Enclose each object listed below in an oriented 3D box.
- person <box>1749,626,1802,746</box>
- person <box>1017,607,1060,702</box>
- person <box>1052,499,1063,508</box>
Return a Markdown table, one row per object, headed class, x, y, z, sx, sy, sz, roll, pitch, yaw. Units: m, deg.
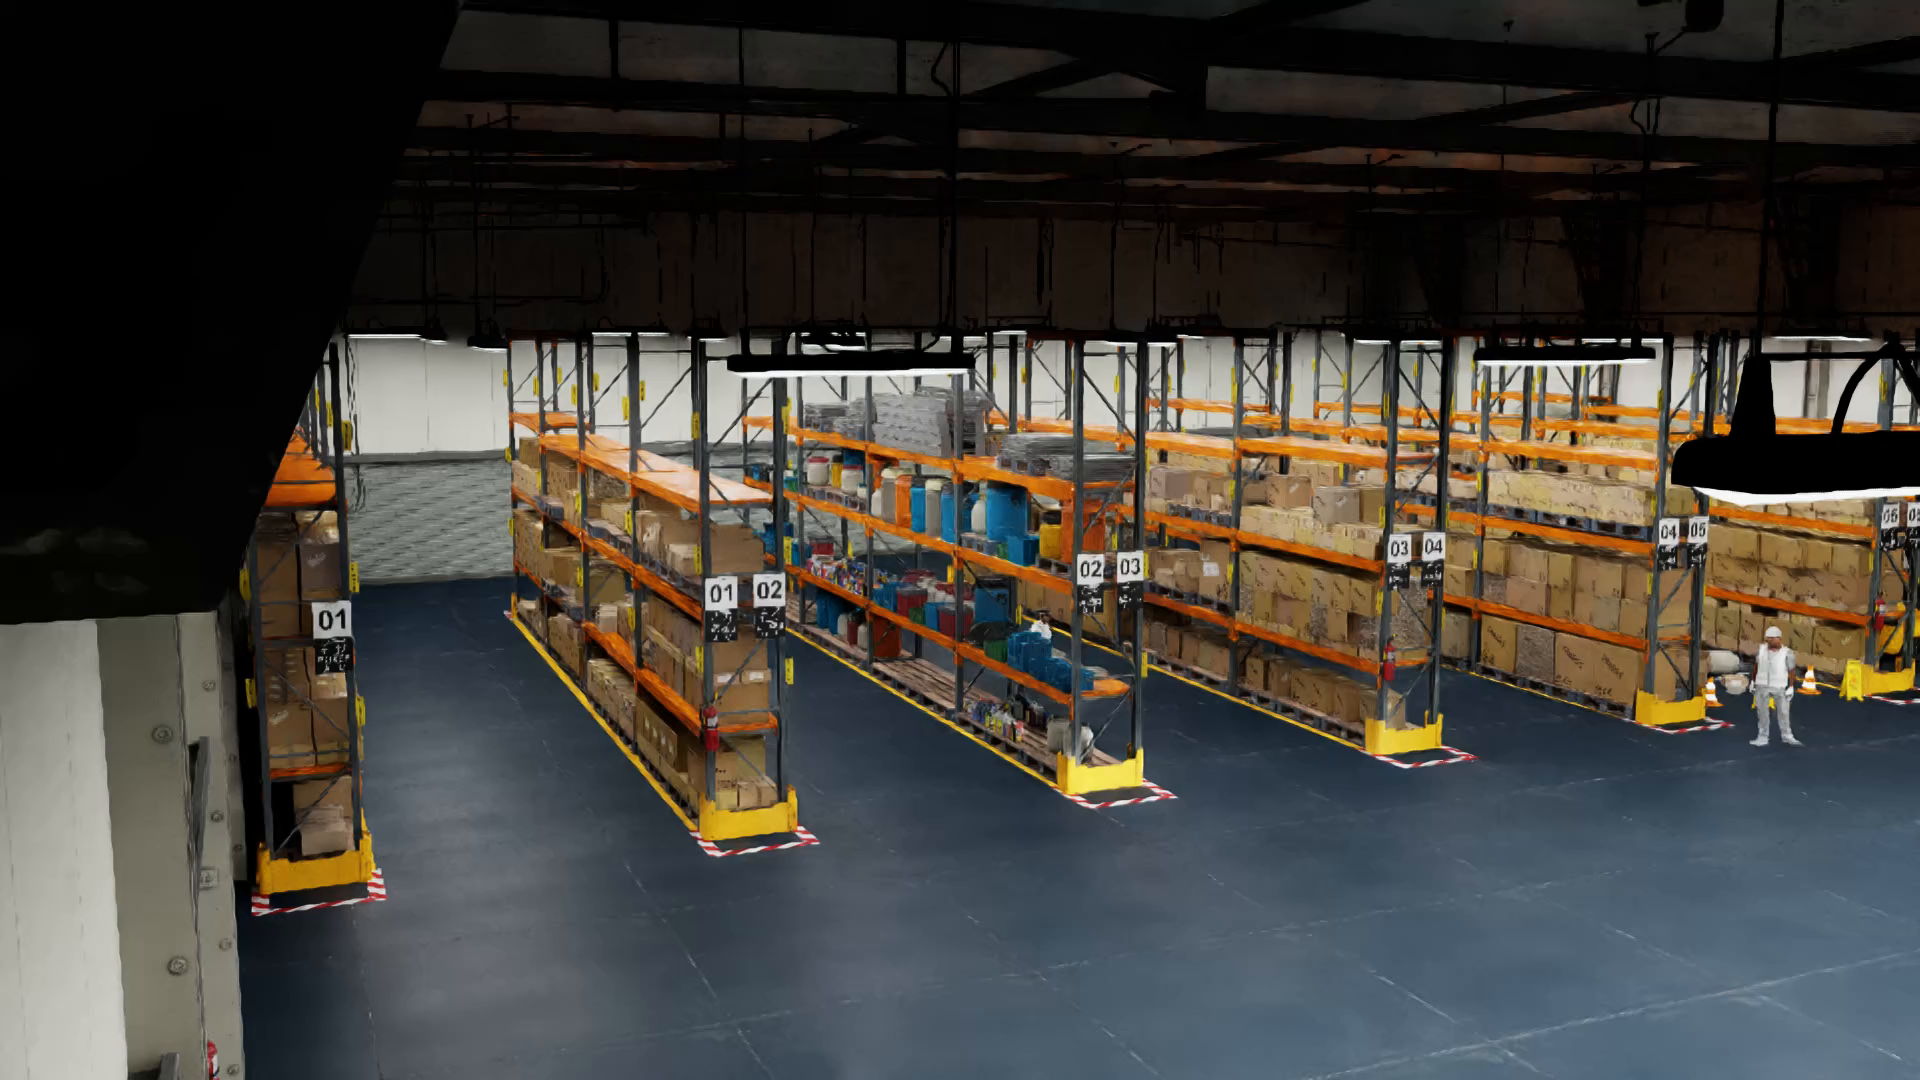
| class | x | y | z | sx | sy | sz | roll | pitch | yaw |
| --- | --- | --- | --- | --- | --- | --- | --- | --- | --- |
| person | 11.997 | 2.145 | 24.421 | 0.747 | 1.784 | 0.494 | 6 | 10 | 36 |
| person | 1.286 | 1.863 | 27.017 | 0.758 | 1.614 | 0.629 | 7 | 11 | 43 |
| person | 2.596 | -0.357 | 42.997 | 0.719 | 1.714 | 0.572 | -4 | 9 | -24 |
